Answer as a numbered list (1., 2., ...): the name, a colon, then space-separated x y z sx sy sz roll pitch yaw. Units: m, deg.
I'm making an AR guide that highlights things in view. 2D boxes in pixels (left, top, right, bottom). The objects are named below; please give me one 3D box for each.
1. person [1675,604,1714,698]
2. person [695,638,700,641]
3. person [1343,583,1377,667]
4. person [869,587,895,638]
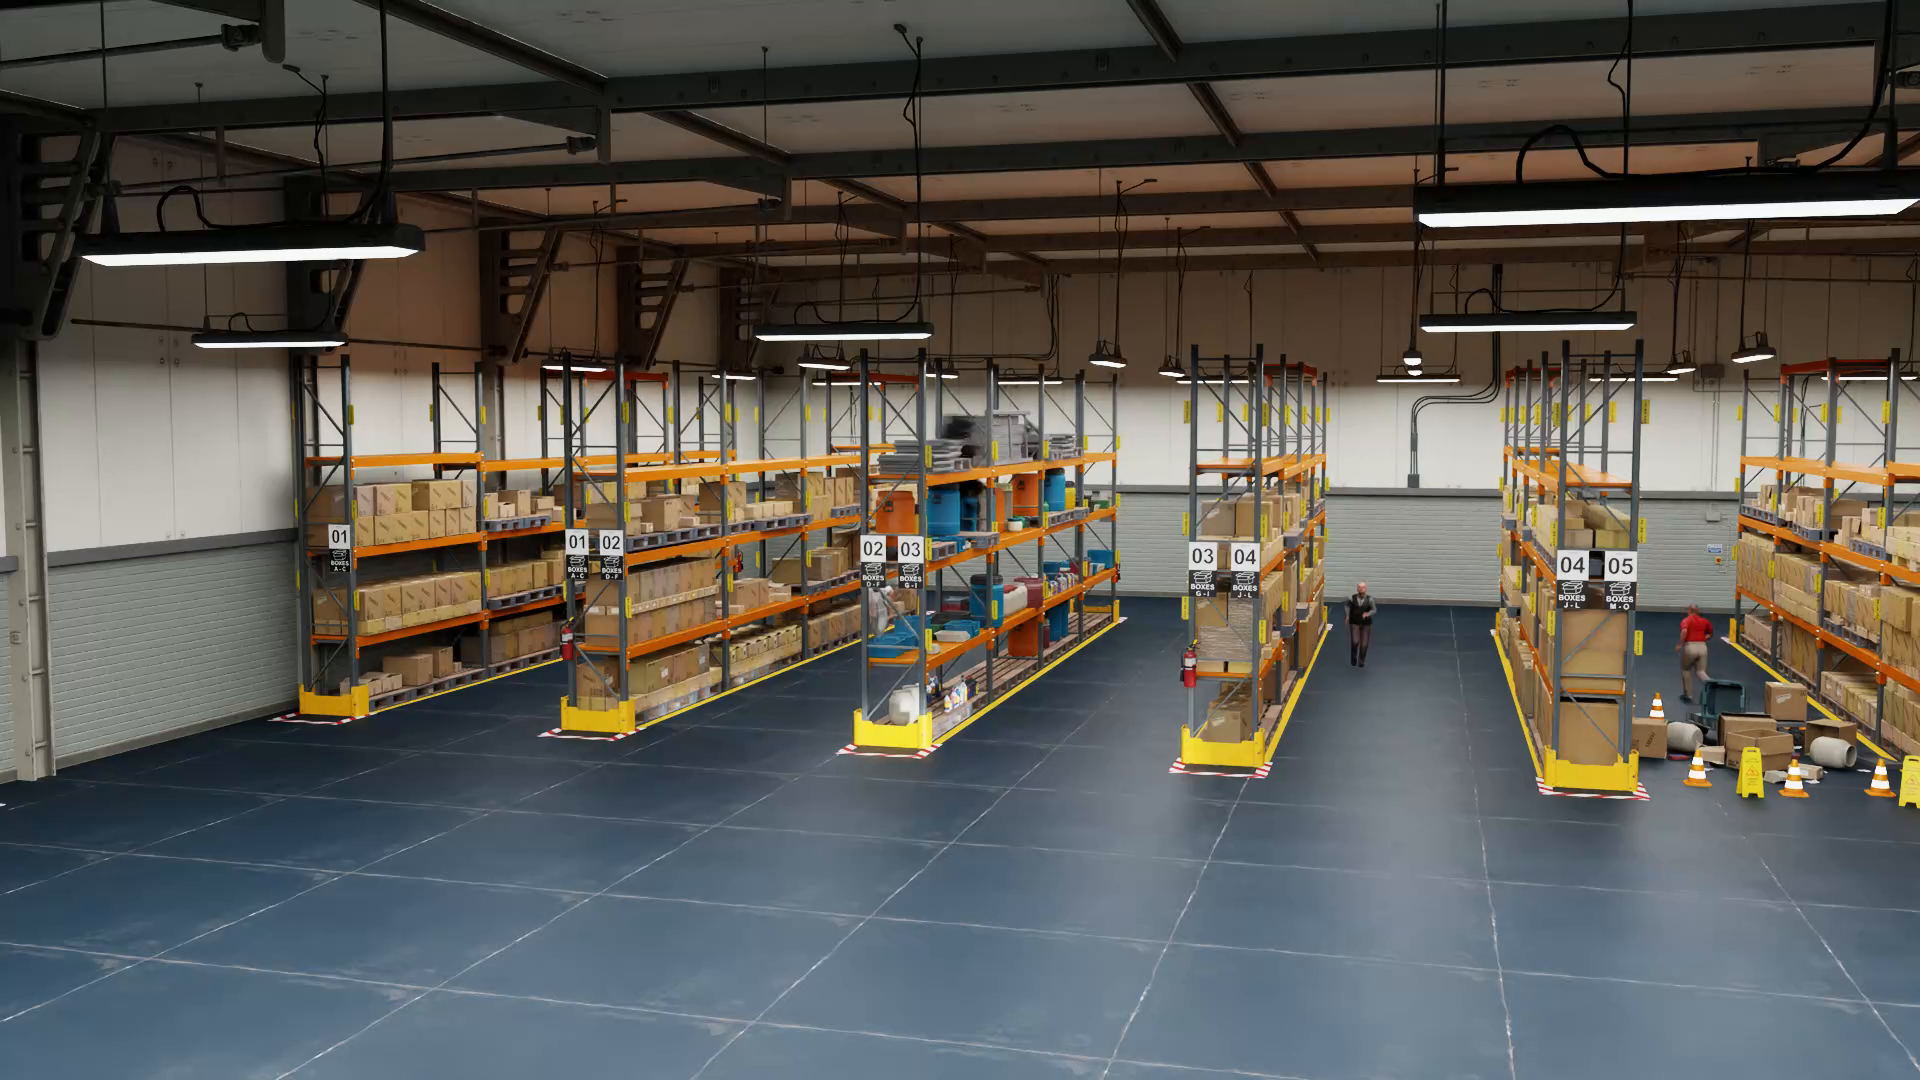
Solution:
1. person: 12.939 1.982 29.167 0.654 1.691 0.880 0 4 -1
2. person: -5.542 1.671 34.269 0.606 1.539 0.764 0 4 3
3. person: 7.898 1.692 32.814 0.632 1.660 0.649 1 4 9
4. person: -1.700 1.587 34.719 0.699 1.725 1.023 0 4 2
